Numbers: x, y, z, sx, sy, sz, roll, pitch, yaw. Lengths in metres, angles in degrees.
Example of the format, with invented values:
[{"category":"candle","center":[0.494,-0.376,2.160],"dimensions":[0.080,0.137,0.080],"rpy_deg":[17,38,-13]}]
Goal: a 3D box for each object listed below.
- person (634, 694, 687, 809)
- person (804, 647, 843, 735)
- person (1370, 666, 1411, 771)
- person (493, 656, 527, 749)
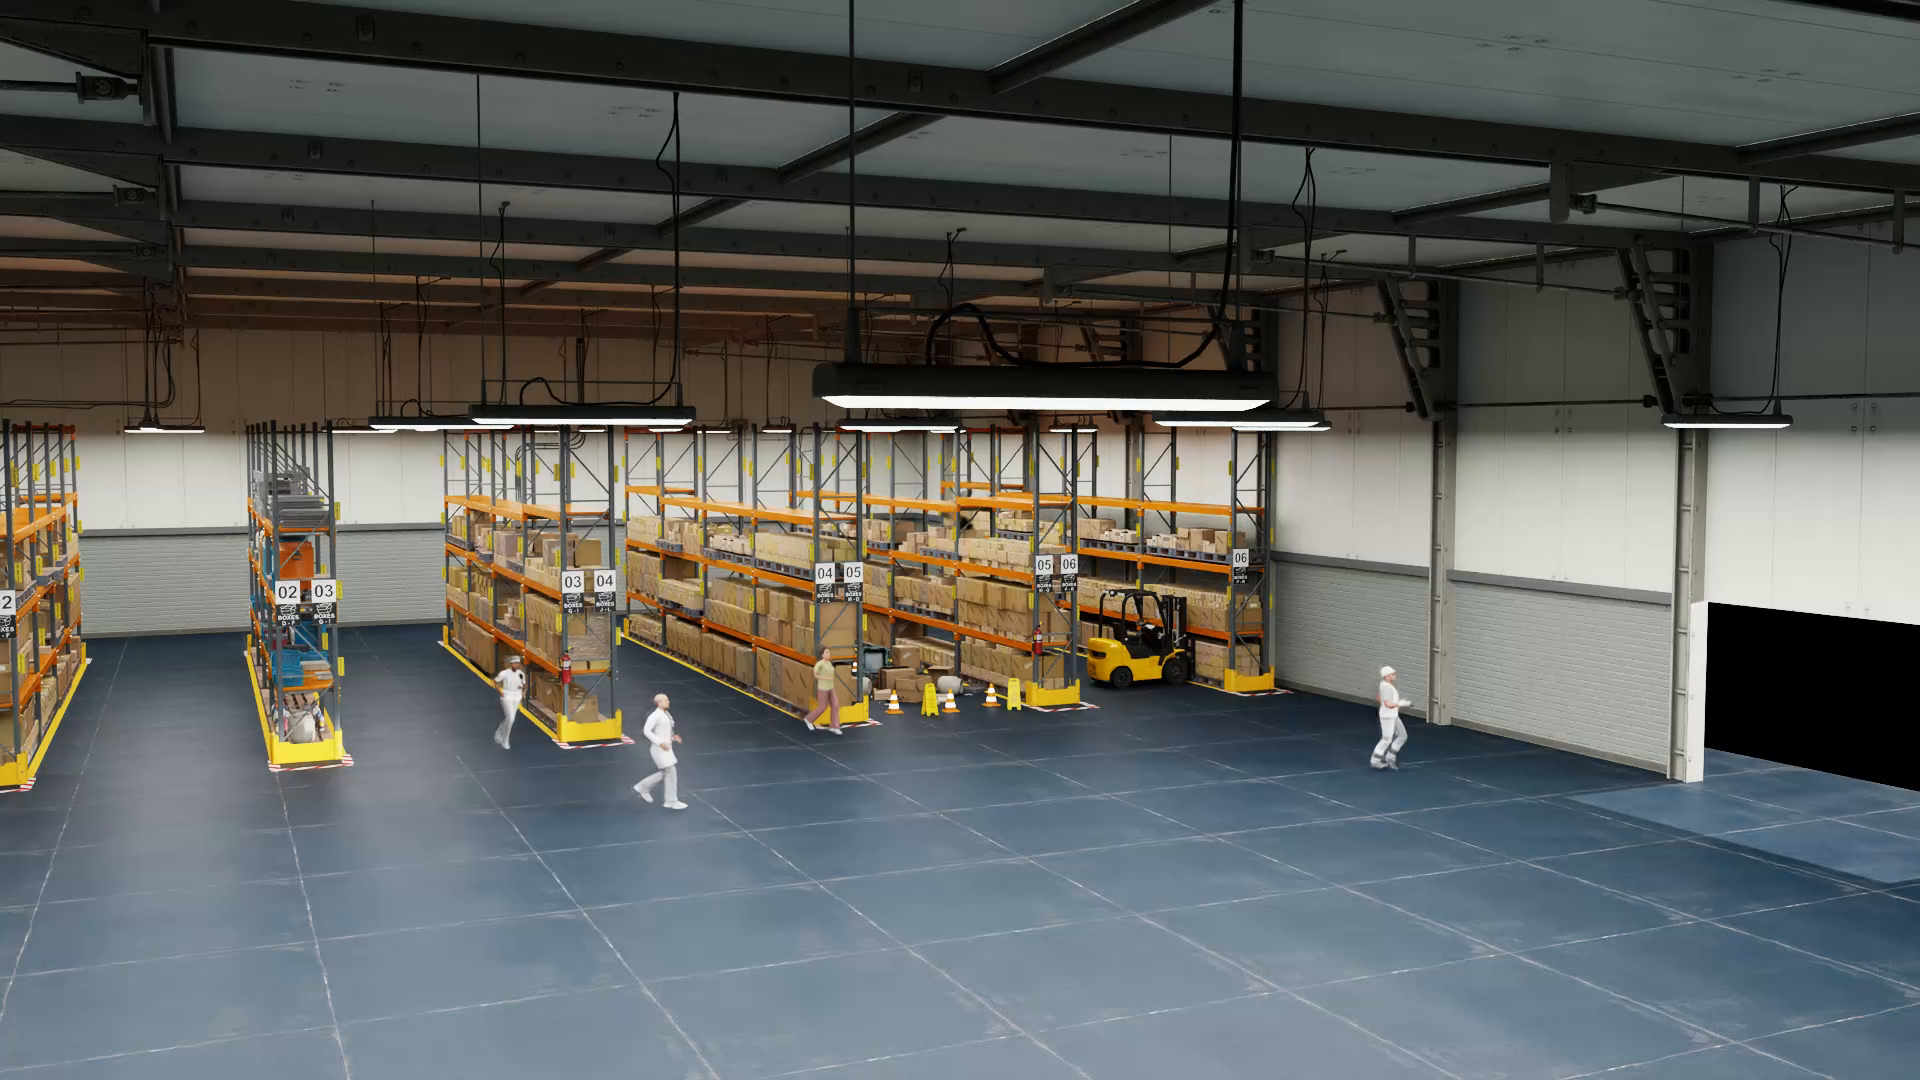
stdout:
[{"category":"person","center":[-4.620,3.244,25.553],"dimensions":[0.860,1.771,0.717],"rpy_deg":[0,4,5]},{"category":"person","center":[-2.621,2.891,31.974],"dimensions":[0.846,1.679,0.599],"rpy_deg":[2,4,27]},{"category":"person","center":[7.370,3.058,28.402],"dimensions":[0.681,1.809,0.635],"rpy_deg":[2,4,23]},{"category":"person","center":[-8.341,2.993,30.824],"dimensions":[0.687,1.728,0.584],"rpy_deg":[3,5,42]}]
